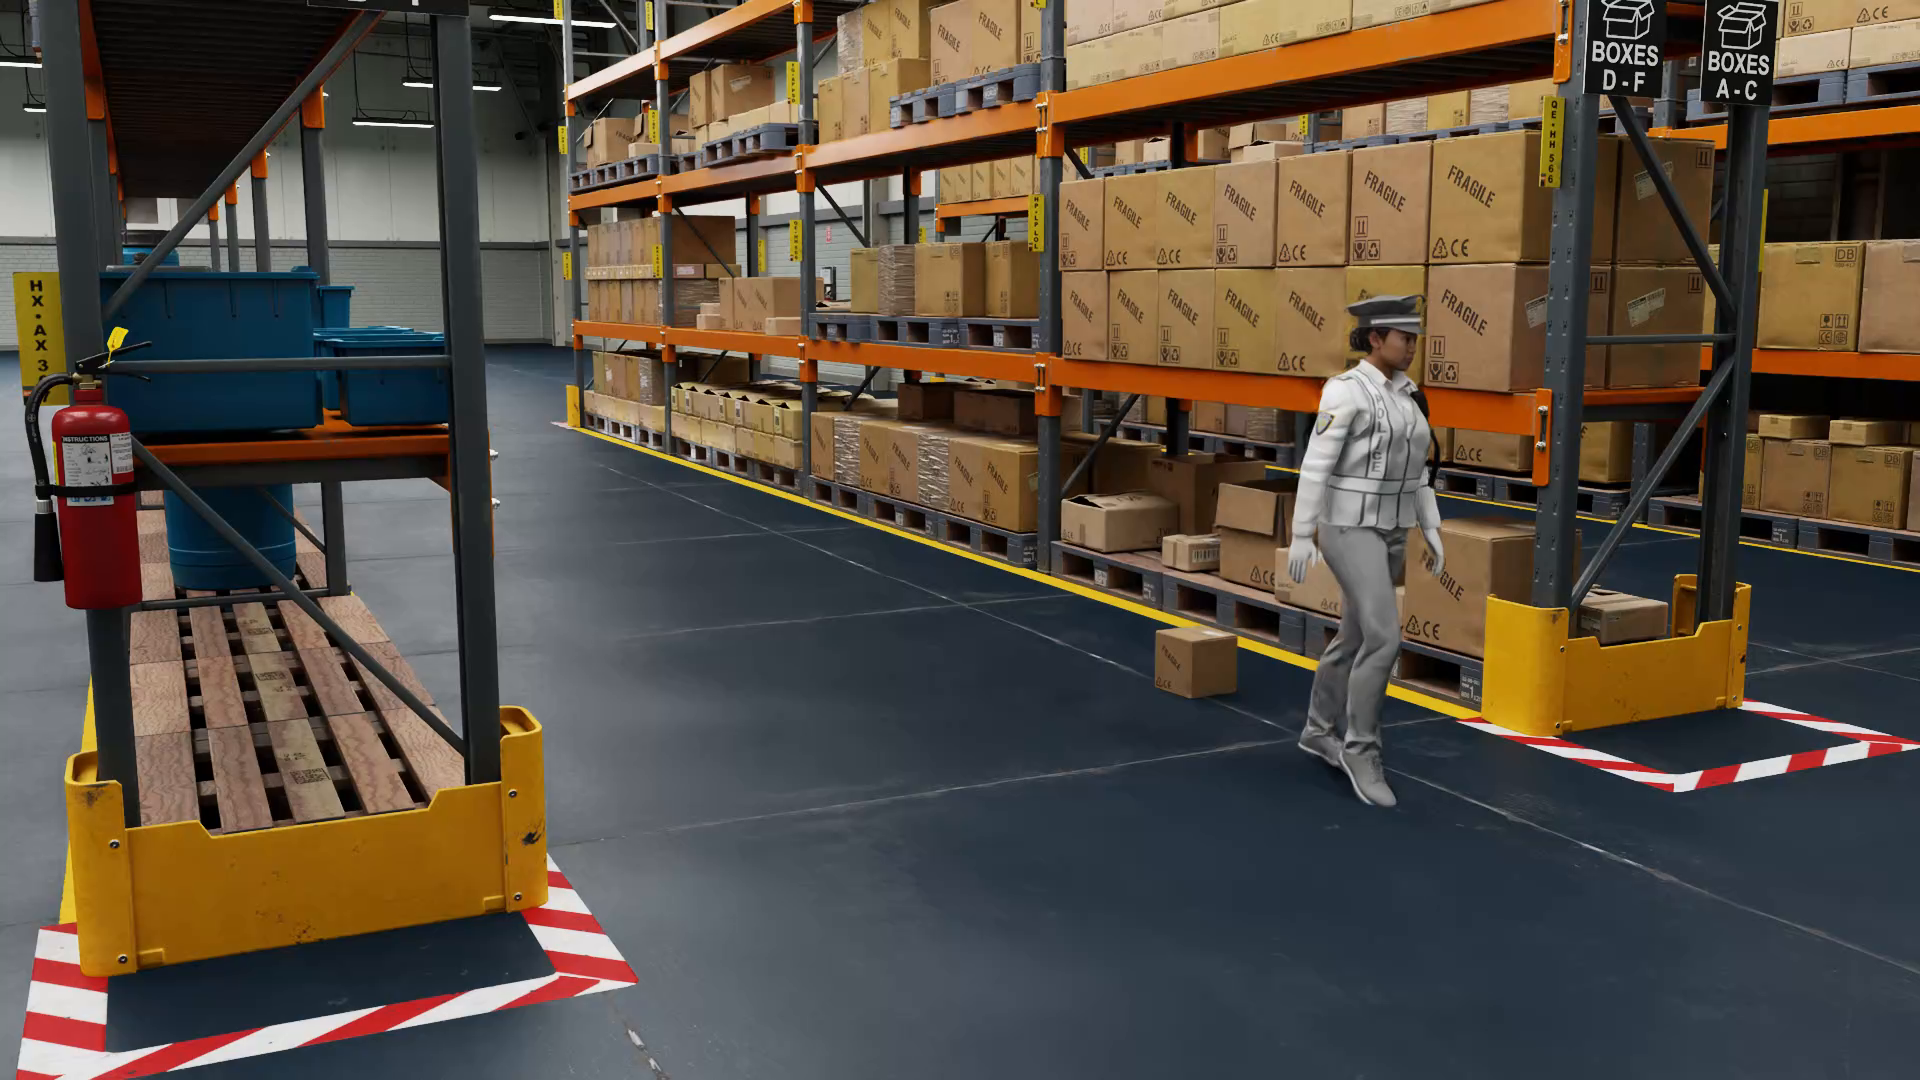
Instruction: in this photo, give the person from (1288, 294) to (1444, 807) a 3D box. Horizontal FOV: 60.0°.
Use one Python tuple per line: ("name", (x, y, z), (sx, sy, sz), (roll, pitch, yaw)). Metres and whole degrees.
("person", (1.388, 0.024, 5.705), (0.563, 1.719, 0.528), (-7, 11, -40))
